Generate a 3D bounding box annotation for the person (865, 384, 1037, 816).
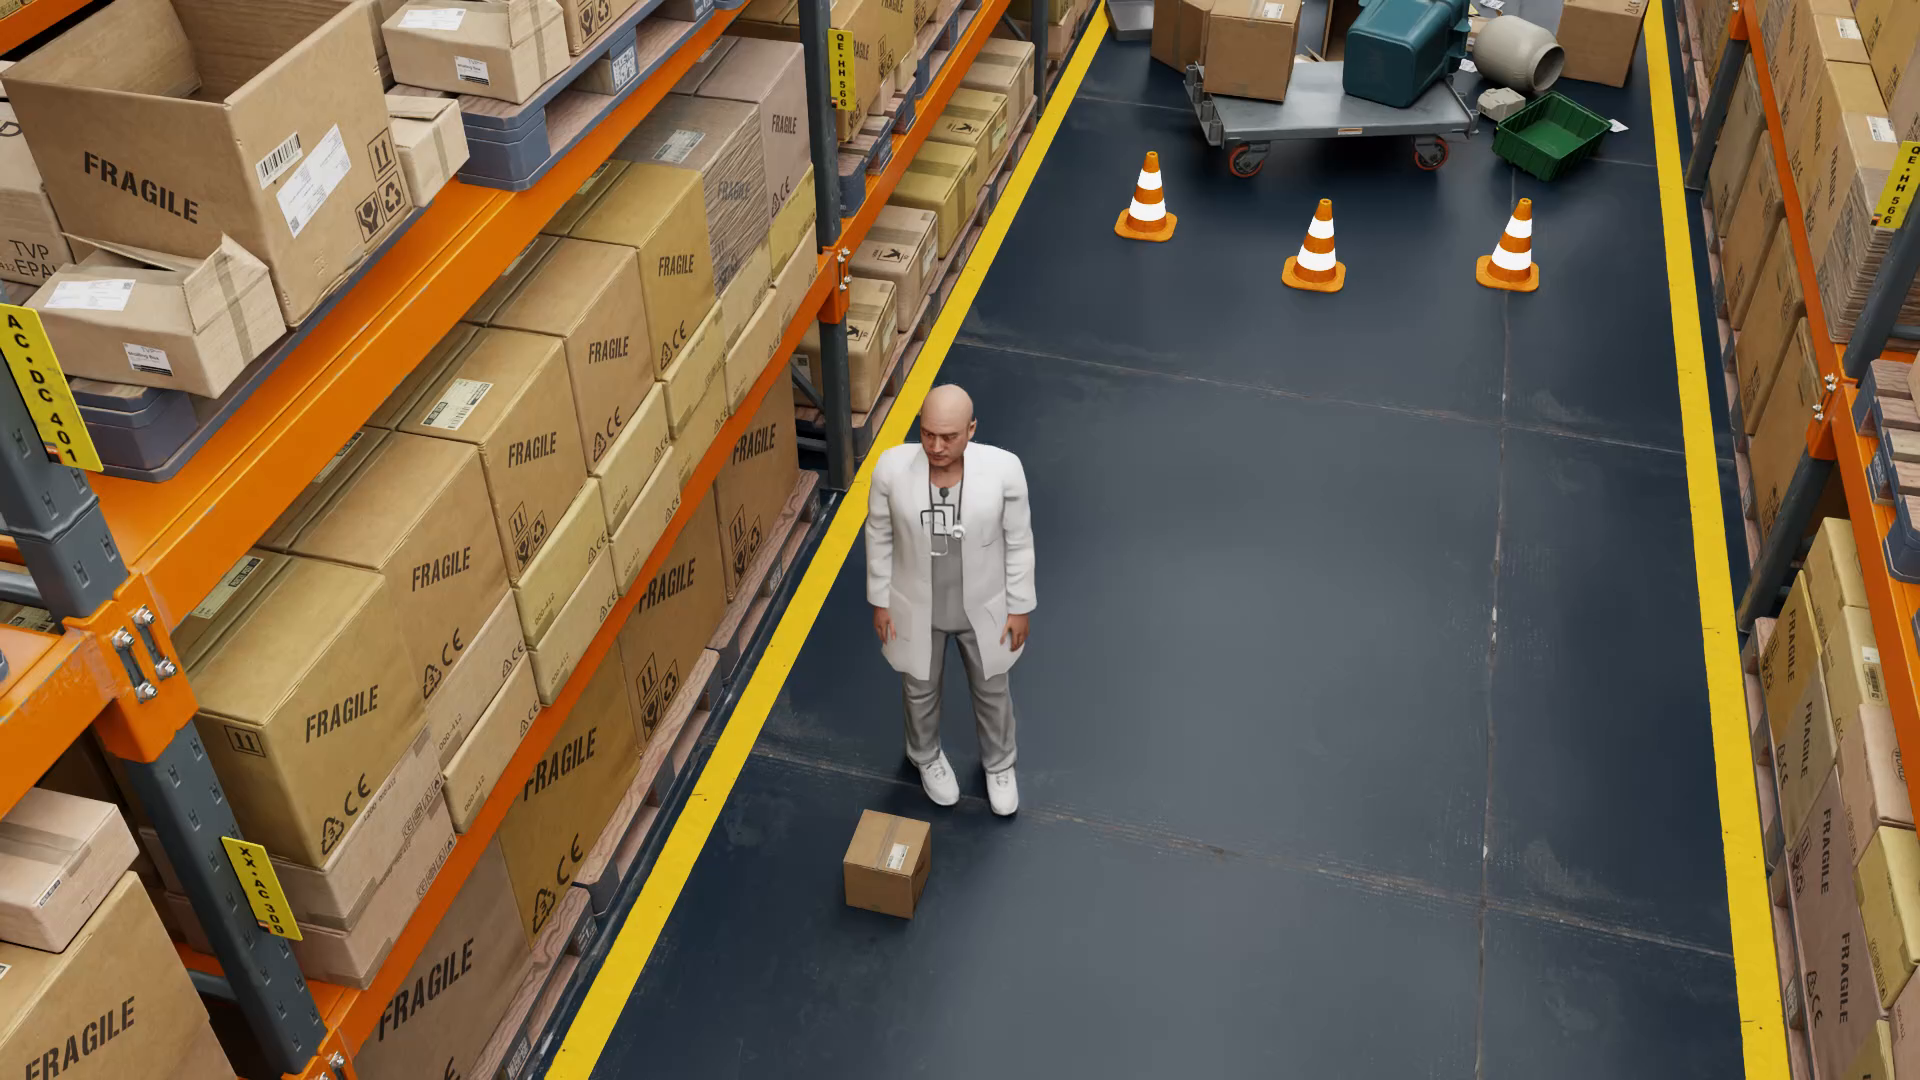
[{"bbox_3d":[-0.032,0.249,5.850,0.603,1.787,0.390,1,40,2],"label":"person"}]
